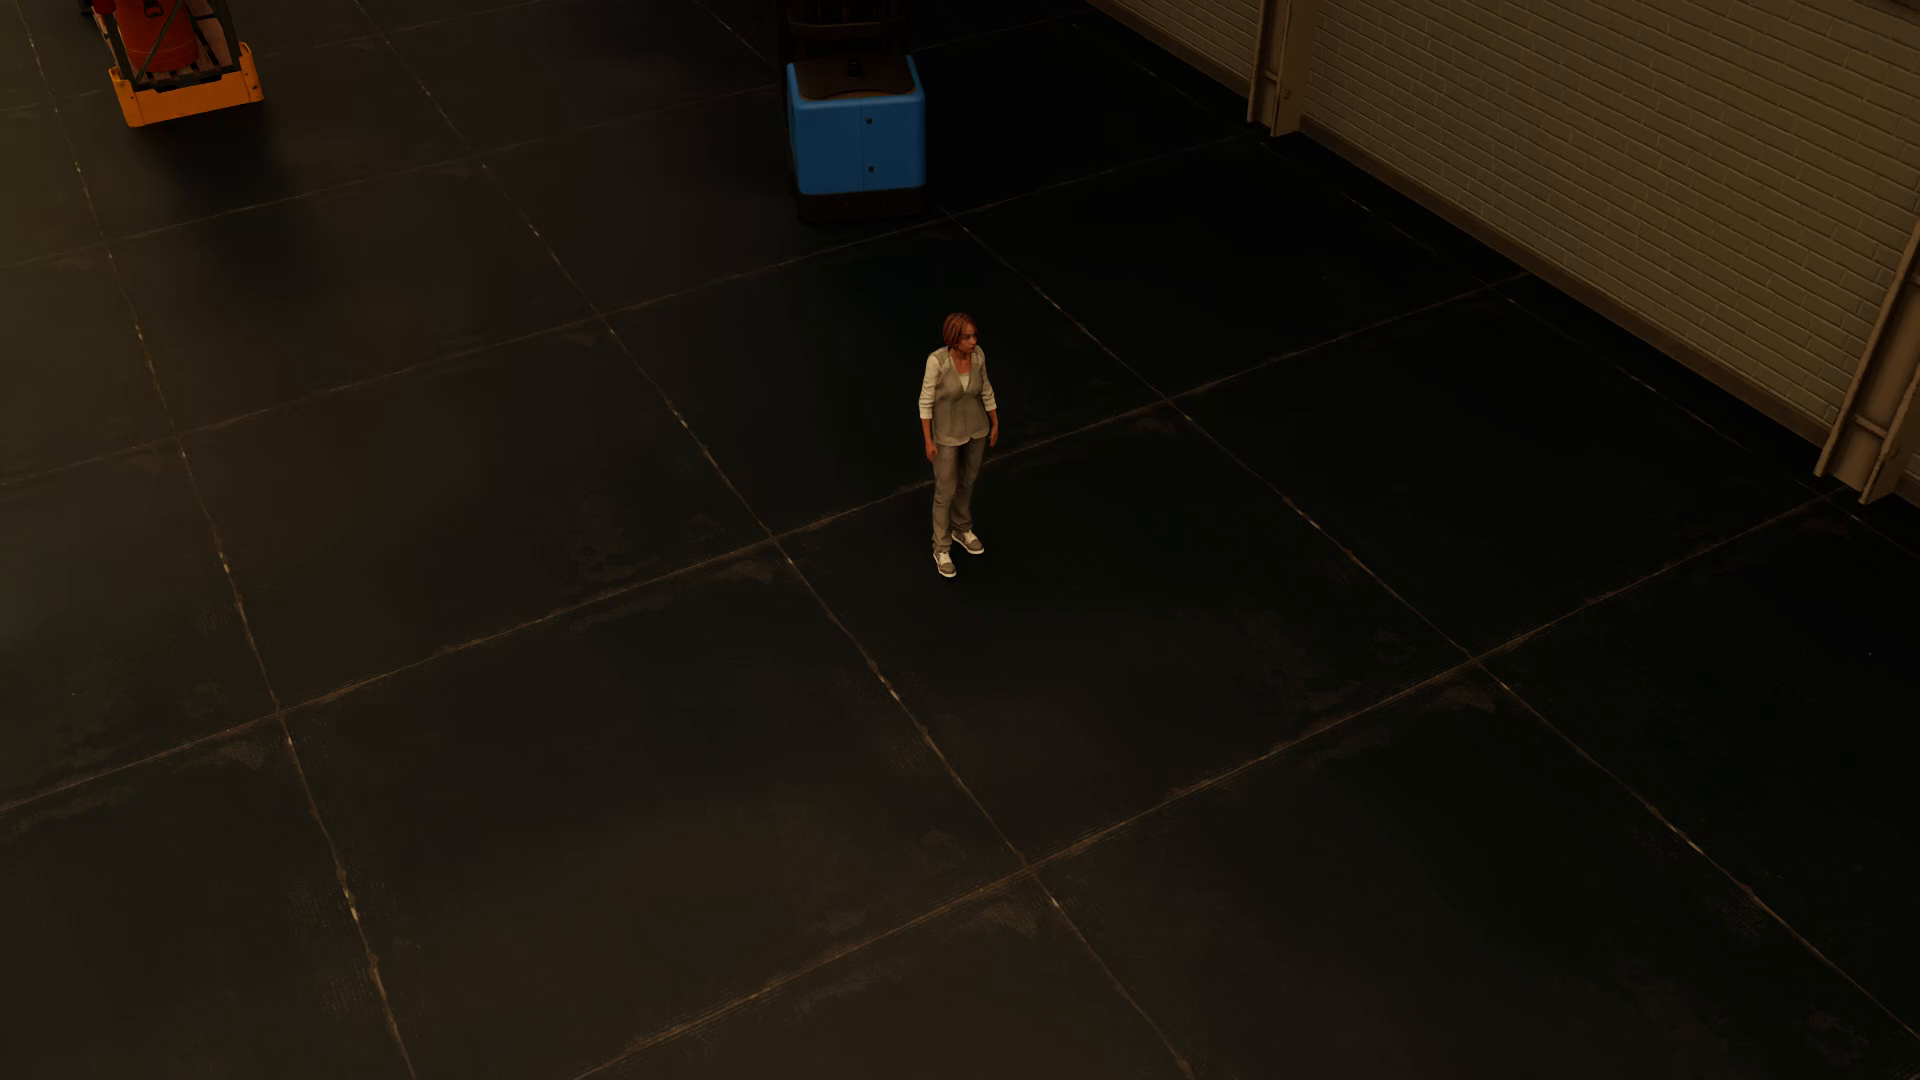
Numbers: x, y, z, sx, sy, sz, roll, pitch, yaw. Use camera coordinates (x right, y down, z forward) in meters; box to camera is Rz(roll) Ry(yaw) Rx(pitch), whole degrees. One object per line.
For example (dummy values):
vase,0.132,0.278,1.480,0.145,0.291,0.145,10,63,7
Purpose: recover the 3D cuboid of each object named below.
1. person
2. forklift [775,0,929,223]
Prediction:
person,0.025,-0.570,9.768,0.520,1.582,0.475,-20,44,-23
forklift,-0.992,-4.603,13.586,1.130,2.935,3.031,-6,40,-7
